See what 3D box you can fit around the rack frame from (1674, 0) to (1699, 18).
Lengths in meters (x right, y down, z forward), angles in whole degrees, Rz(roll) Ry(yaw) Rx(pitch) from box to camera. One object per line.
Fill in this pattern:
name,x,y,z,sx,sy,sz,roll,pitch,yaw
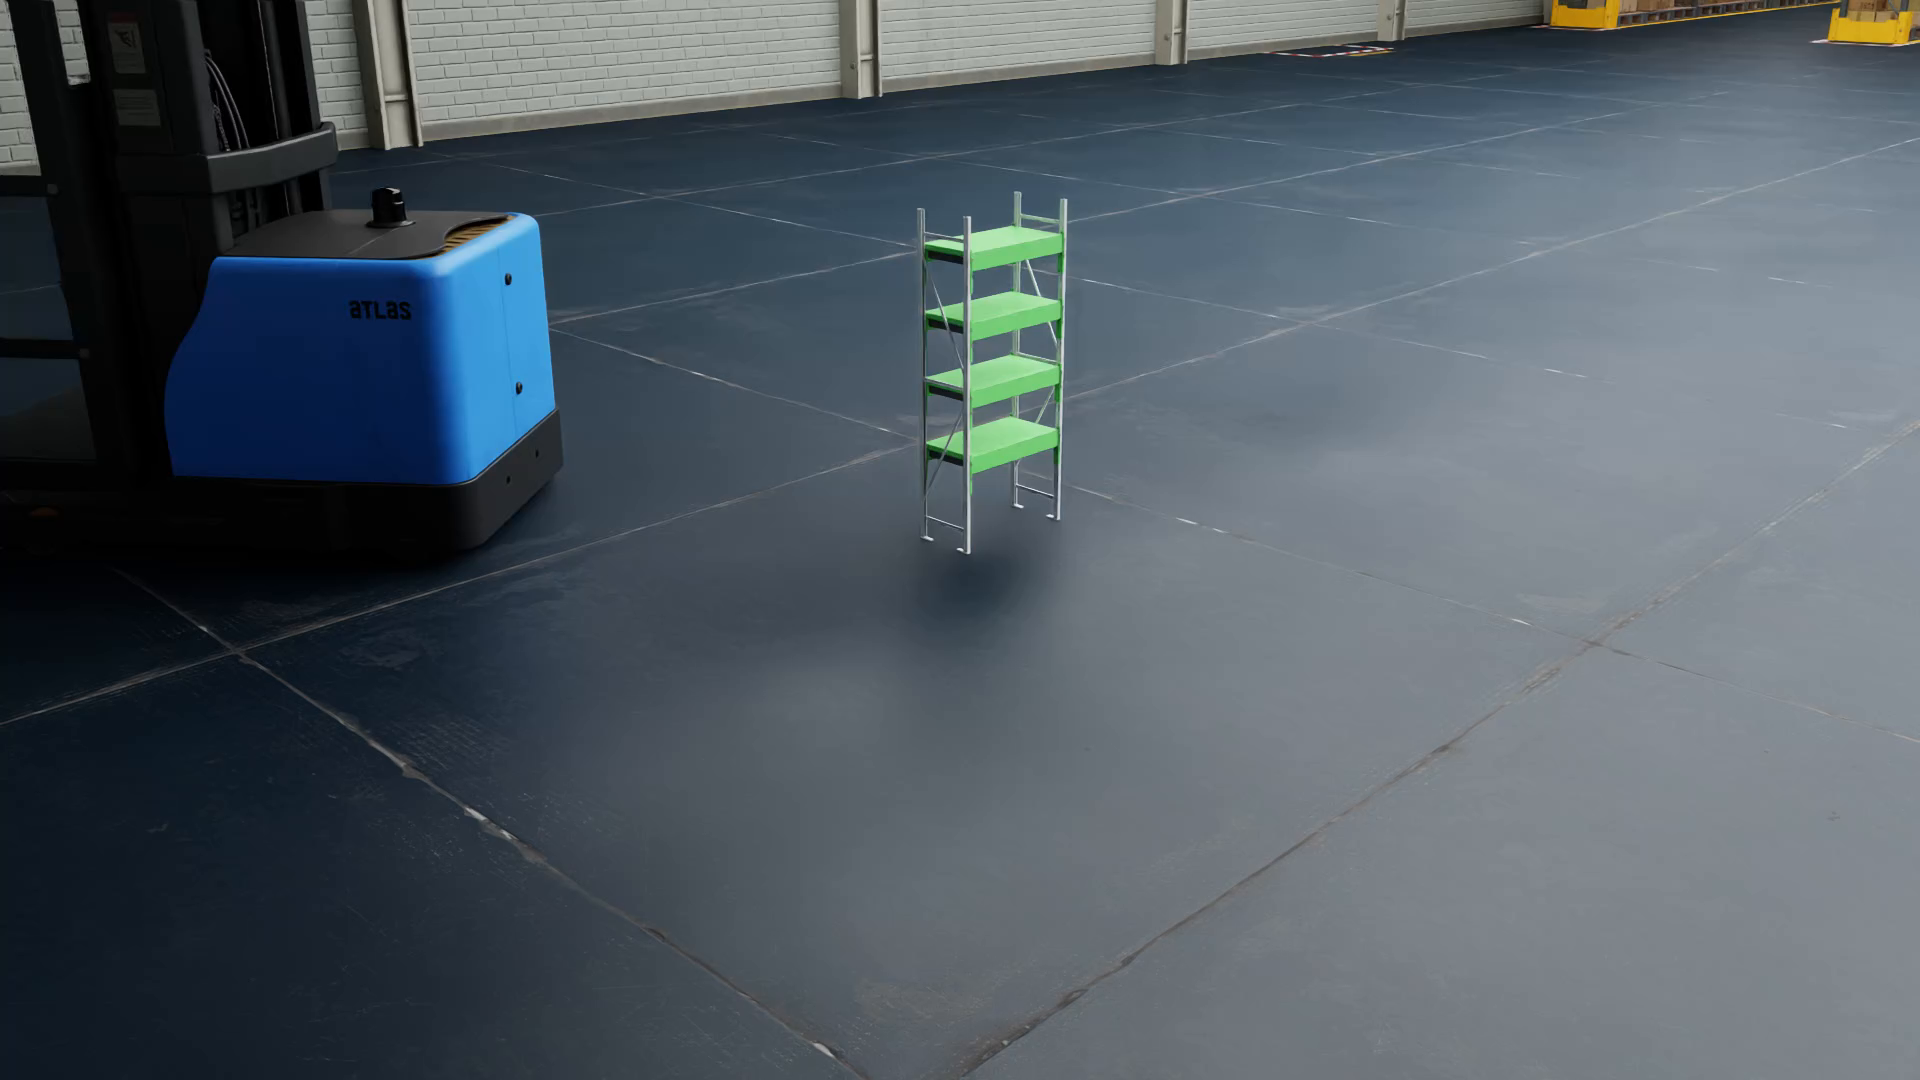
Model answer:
rack frame,14.307,-11.946,32.973,1.000,3.000,0.127,19,28,41

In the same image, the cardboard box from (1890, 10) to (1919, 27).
cardboard box,15.948,-8.803,28.043,0.500,0.250,0.500,19,28,41

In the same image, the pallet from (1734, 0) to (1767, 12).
pallet,16.551,-11.472,35.626,1.003,0.211,1.213,19,28,41

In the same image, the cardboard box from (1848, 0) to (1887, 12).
cardboard box,15.229,-9.153,27.910,0.500,0.500,0.500,19,28,41

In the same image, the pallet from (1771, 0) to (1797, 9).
pallet,17.701,-11.856,36.626,1.003,0.211,1.213,19,28,41

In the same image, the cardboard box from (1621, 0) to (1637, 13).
cardboard box,12.461,-10.170,31.486,0.500,0.311,0.500,-17,27,-38

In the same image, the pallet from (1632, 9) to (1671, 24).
pallet,13.012,-10.147,32.181,1.003,0.211,1.213,19,28,41

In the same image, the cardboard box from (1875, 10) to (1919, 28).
cardboard box,15.602,-8.673,27.706,0.500,0.250,0.500,19,28,41

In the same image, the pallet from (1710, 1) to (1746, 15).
pallet,15.700,-11.160,34.814,1.003,0.211,1.213,19,28,41

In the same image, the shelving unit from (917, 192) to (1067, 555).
shelving unit,0.115,-0.603,5.970,0.258,1.200,0.503,19,28,41

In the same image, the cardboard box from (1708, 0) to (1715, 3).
cardboard box,15.133,-11.323,34.224,0.700,0.500,0.500,19,28,40

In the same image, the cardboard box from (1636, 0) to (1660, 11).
cardboard box,13.009,-10.434,31.910,0.700,0.500,0.500,17,27,37

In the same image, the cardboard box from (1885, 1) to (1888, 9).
cardboard box,15.916,-9.414,28.589,0.500,0.500,0.500,19,28,41

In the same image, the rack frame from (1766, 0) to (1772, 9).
rack frame,17.097,-12.974,35.648,1.000,3.000,0.127,19,28,41

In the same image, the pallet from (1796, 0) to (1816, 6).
pallet,18.552,-12.168,37.438,1.003,0.211,1.213,19,28,41

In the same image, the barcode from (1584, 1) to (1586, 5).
barcode,11.789,-10.132,31.376,0.001,0.075,0.075,19,28,41

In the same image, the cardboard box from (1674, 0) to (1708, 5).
cardboard box,14.808,-11.177,33.845,0.500,0.500,0.700,-19,28,-40

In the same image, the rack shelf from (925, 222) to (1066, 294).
rack shelf,0.115,-0.991,5.821,0.258,0.148,0.480,19,28,41

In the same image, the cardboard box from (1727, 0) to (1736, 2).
cardboard box,15.863,-11.576,34.882,0.700,0.500,0.500,19,28,40

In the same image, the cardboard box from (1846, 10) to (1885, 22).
cardboard box,15.230,-8.803,28.043,0.500,0.250,0.500,19,28,41

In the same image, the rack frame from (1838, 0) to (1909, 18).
rack frame,15.068,-9.678,27.074,1.000,3.000,0.127,19,28,41

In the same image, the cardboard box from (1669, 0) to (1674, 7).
cardboard box,13.955,-10.683,33.025,0.380,0.166,0.250,15,26,34

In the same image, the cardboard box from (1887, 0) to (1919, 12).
cardboard box,15.949,-9.152,27.907,0.500,0.500,0.500,19,28,41

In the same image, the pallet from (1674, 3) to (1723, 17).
pallet,14.849,-10.844,33.995,1.003,0.211,1.213,19,28,41

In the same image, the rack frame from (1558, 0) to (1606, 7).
rack frame,11.516,-10.917,30.298,1.000,3.000,0.127,19,28,41

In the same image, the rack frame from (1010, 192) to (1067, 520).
rack frame,0.286,-0.665,6.133,0.240,1.200,0.015,19,28,41

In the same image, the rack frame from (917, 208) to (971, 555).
rack frame,-0.055,-0.540,5.807,0.240,1.200,0.015,19,28,41

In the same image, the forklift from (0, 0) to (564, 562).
forklift,-3.134,-1.500,5.892,3.031,2.935,1.130,2,21,6

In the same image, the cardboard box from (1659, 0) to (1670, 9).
cardboard box,13.611,-10.707,32.622,0.500,0.500,0.500,17,27,37

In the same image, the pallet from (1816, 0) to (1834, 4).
pallet,19.403,-12.483,38.258,1.003,0.211,1.213,19,28,41

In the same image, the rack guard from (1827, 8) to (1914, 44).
rack guard,15.051,-8.506,27.507,1.175,0.500,0.348,19,28,41

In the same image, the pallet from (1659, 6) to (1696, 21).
pallet,13.863,-10.462,33.001,1.003,0.211,1.213,19,28,41

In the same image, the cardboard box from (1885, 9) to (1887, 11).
cardboard box,15.571,-8.934,28.386,0.500,0.250,0.500,19,28,41

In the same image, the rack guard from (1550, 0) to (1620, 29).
rack guard,11.569,-9.770,30.797,1.175,0.500,0.348,19,28,41

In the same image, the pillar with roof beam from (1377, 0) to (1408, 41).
pillar with roof beam,10.284,-11.494,23.437,9.100,9.000,0.400,19,28,41

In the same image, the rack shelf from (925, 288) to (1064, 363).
rack shelf,0.115,-0.767,5.907,0.258,0.148,0.480,19,28,41

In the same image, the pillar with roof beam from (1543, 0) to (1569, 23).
pillar with roof beam,14.469,-13.037,27.449,9.100,9.000,0.400,19,28,41

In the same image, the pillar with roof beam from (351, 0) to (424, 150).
pillar with roof beam,-2.273,-6.867,11.399,9.100,9.000,0.400,19,28,41

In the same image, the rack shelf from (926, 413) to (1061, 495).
rack shelf,0.115,-0.319,6.079,0.258,0.148,0.480,19,28,41

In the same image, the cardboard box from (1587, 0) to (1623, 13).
cardboard box,12.063,-10.023,31.105,0.500,0.311,0.500,15,26,35

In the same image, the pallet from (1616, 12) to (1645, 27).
pallet,12.161,-9.835,31.369,1.003,0.211,1.213,19,28,41

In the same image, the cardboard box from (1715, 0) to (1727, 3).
cardboard box,15.518,-11.444,34.538,0.700,0.500,0.500,20,28,41

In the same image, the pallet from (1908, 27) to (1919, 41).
pallet,15.572,-8.584,28.113,1.003,0.211,1.213,19,28,41

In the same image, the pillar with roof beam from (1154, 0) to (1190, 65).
pillar with roof beam,6.098,-9.952,19.424,9.100,9.000,0.400,19,28,41

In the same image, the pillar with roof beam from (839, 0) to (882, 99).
pillar with roof beam,1.912,-8.410,15.411,9.100,9.000,0.400,19,28,41

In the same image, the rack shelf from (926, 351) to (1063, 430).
rack shelf,0.115,-0.543,5.993,0.258,0.148,0.480,19,28,41
